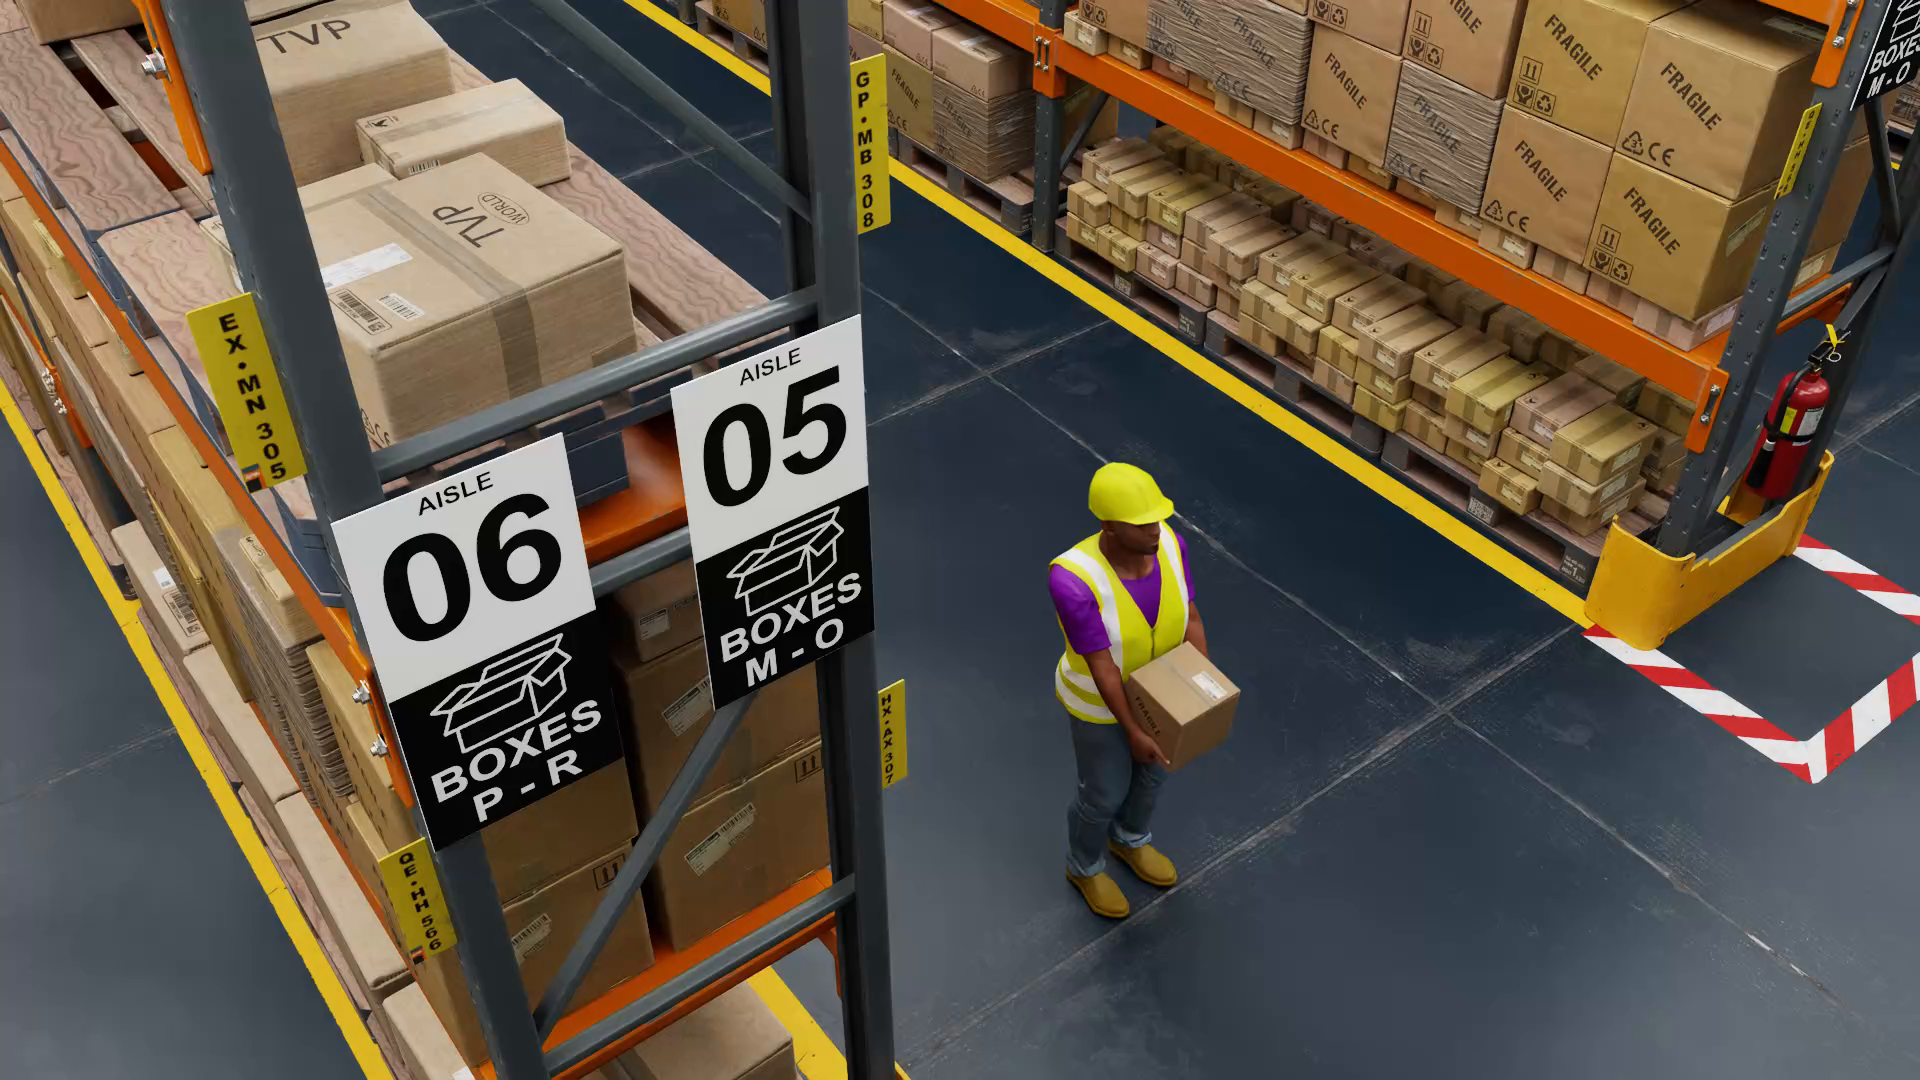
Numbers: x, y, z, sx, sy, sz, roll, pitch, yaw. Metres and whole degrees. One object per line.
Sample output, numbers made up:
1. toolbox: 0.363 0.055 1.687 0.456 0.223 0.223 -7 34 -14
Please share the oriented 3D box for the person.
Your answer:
1. person: 0.598 0.548 5.491 0.503 1.760 0.587 -26 46 -27
